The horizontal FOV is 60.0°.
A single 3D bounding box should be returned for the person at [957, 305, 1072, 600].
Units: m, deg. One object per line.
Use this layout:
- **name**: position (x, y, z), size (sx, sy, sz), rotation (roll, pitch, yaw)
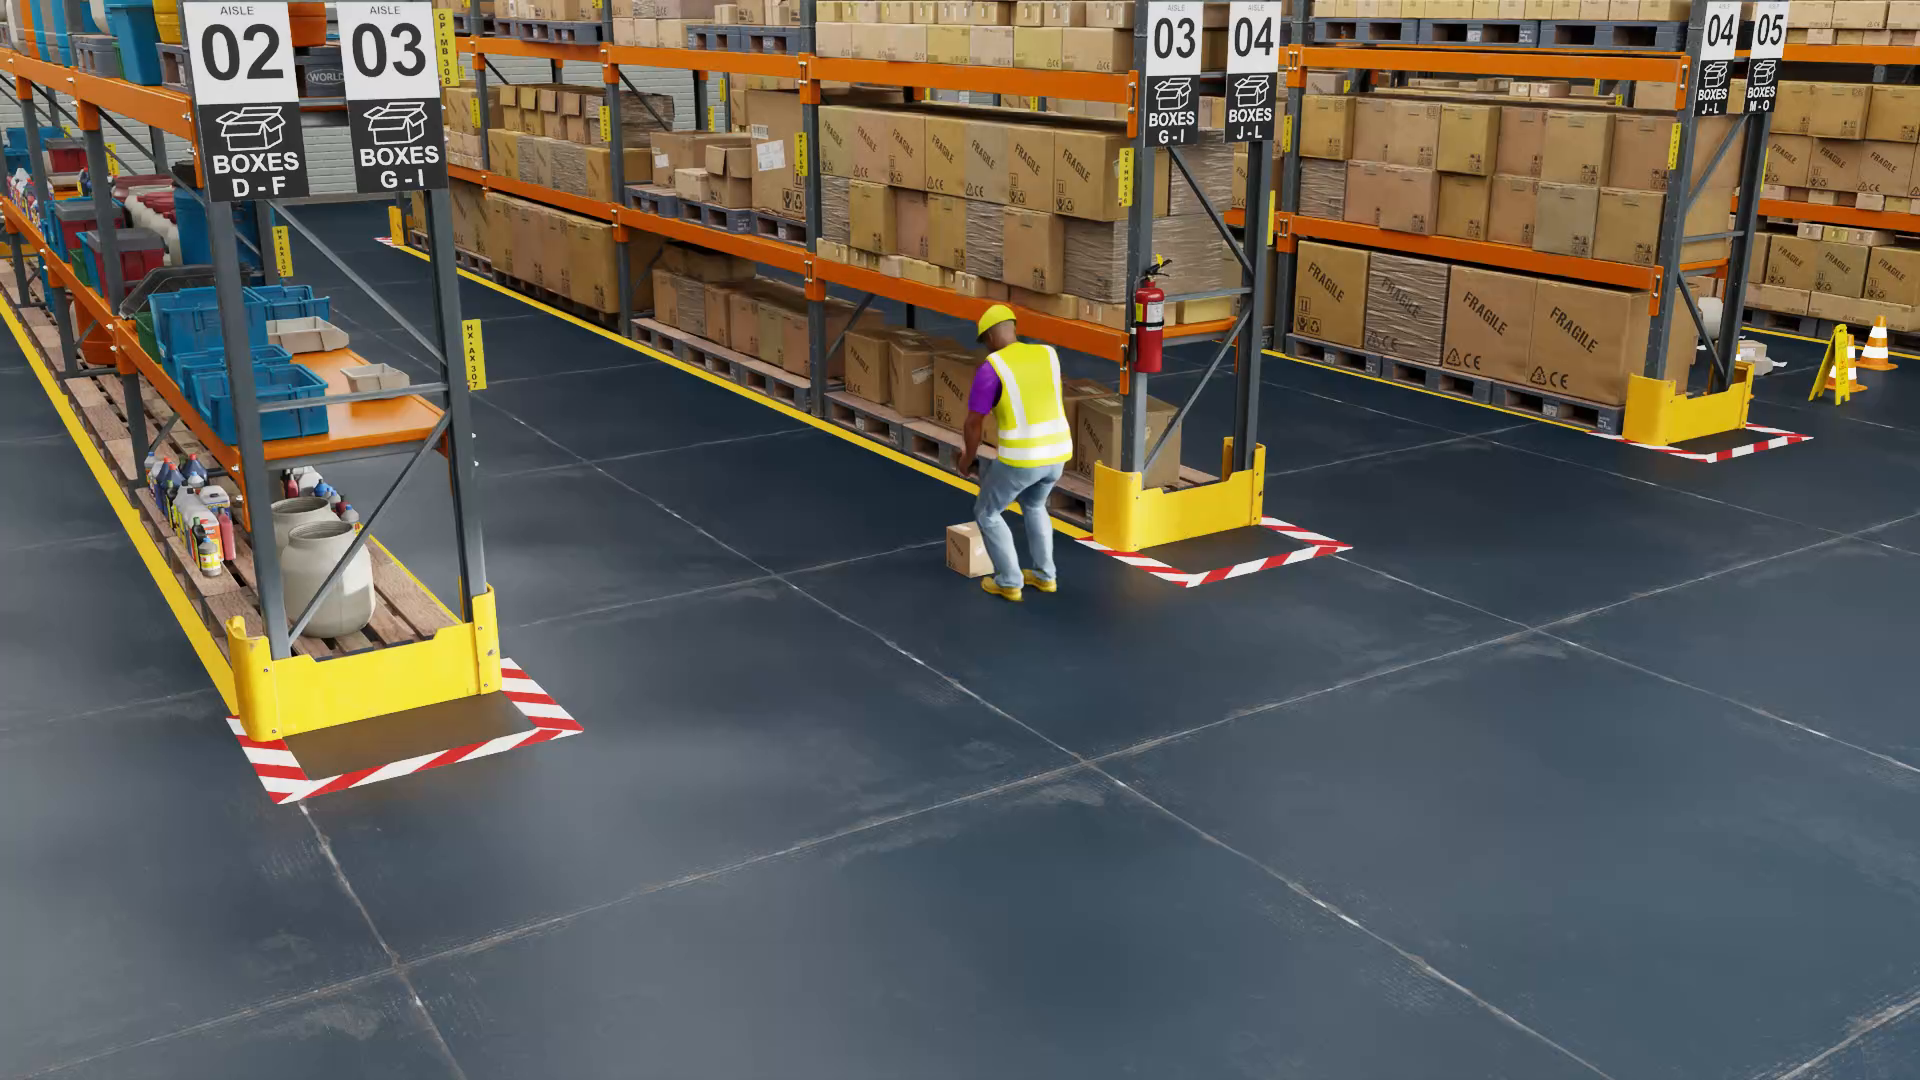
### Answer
- **person**: position (0.305, -0.482, 9.256), size (0.616, 1.613, 0.599), rotation (-11, 21, -31)
